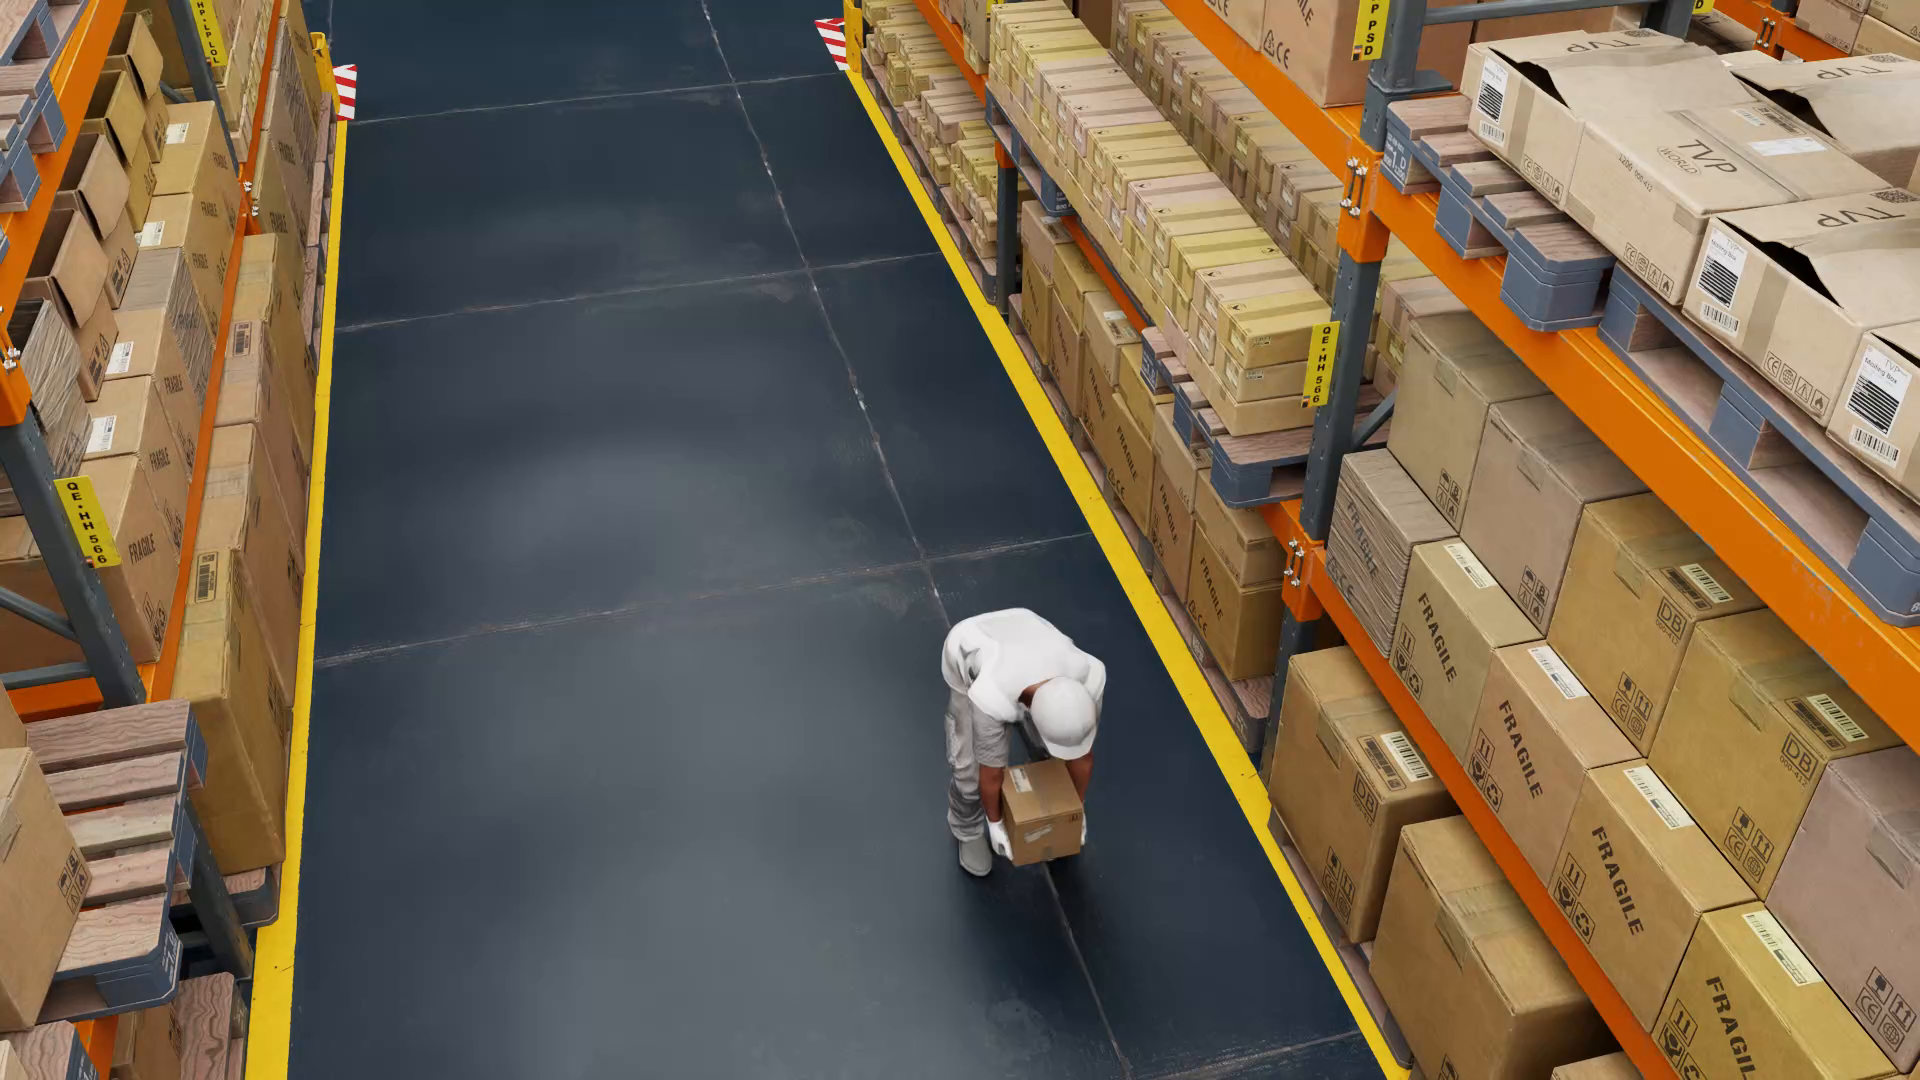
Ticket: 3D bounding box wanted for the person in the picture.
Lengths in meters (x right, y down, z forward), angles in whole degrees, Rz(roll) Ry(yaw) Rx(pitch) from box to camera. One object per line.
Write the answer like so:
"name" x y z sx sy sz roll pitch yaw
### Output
"person" 0.238 0.790 6.052 0.503 1.325 0.927 -11 39 -13
